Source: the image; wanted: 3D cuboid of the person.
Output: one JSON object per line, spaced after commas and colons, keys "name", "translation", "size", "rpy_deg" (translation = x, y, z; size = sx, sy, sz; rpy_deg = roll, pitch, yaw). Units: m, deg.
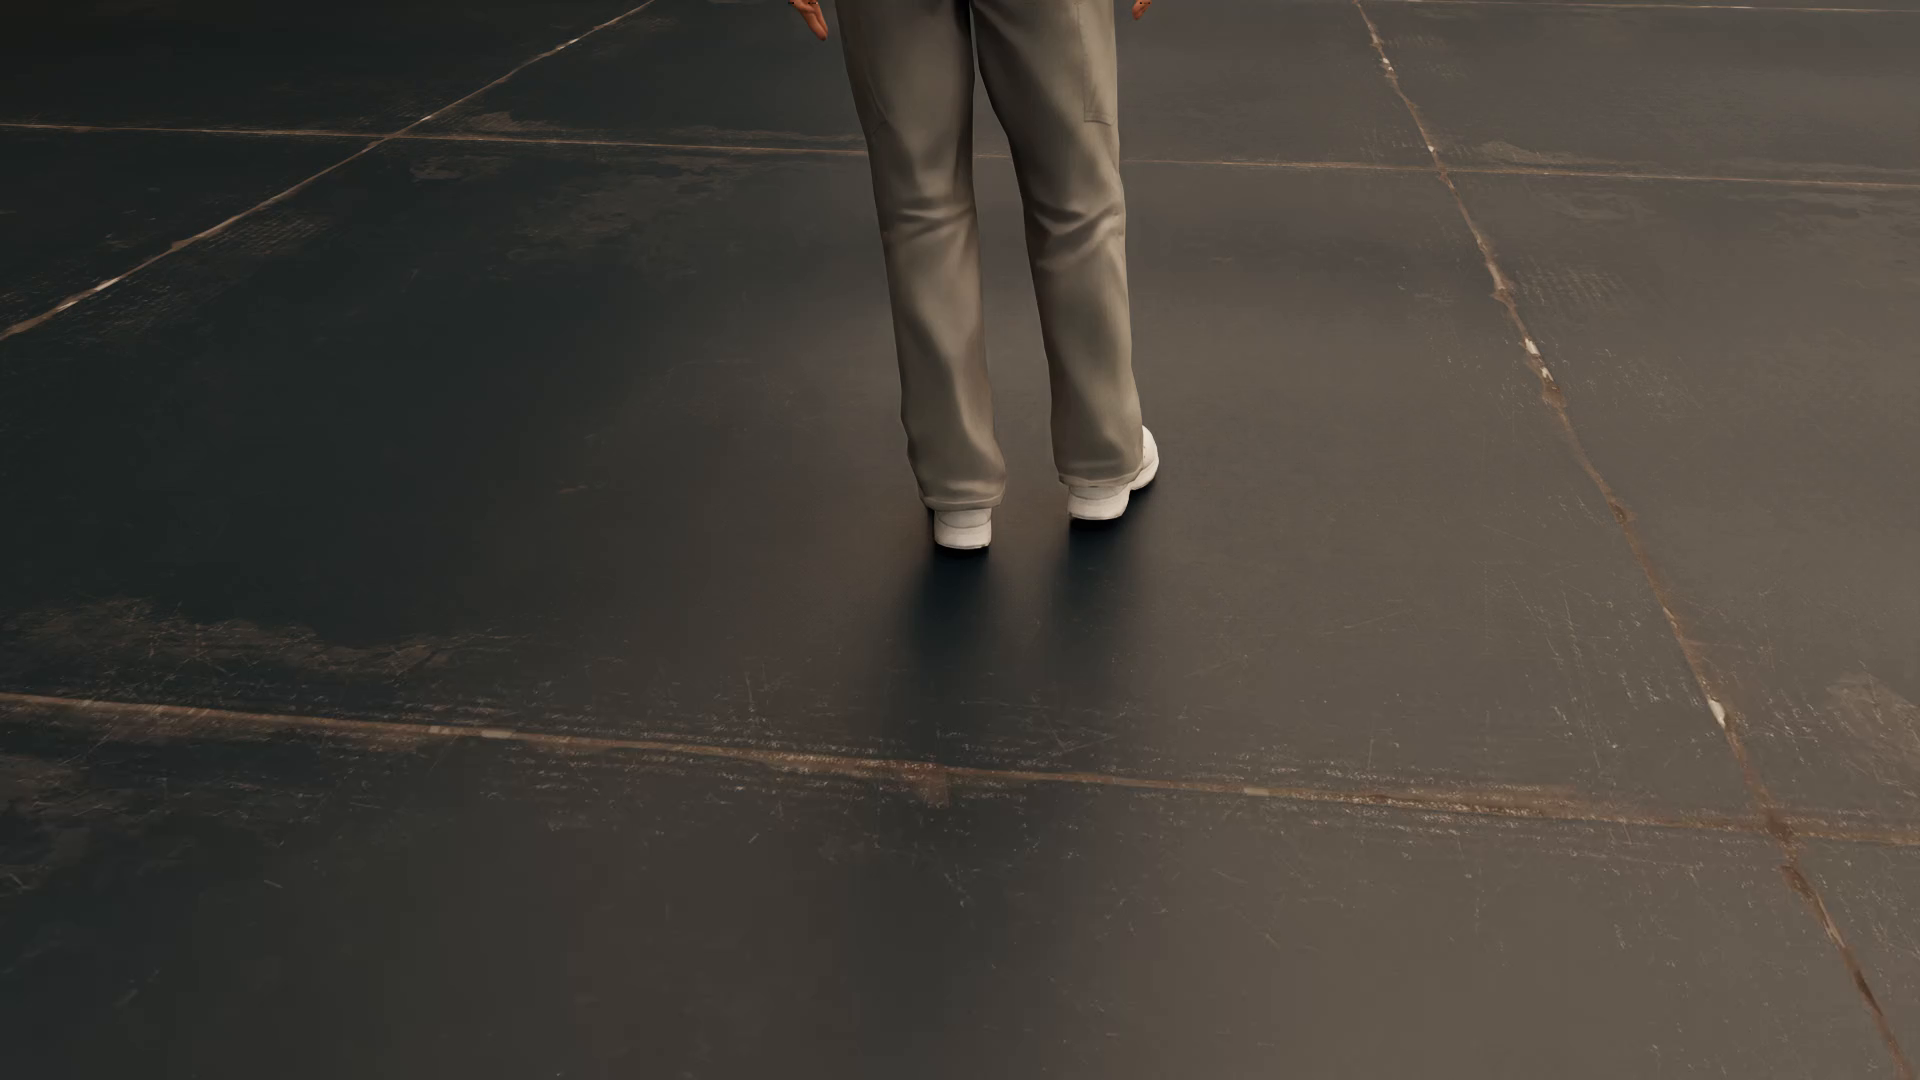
{"name": "person", "translation": [0.023, -0.788, 2.186], "size": [0.550, 1.675, 0.549], "rpy_deg": [3, 27, 7]}
